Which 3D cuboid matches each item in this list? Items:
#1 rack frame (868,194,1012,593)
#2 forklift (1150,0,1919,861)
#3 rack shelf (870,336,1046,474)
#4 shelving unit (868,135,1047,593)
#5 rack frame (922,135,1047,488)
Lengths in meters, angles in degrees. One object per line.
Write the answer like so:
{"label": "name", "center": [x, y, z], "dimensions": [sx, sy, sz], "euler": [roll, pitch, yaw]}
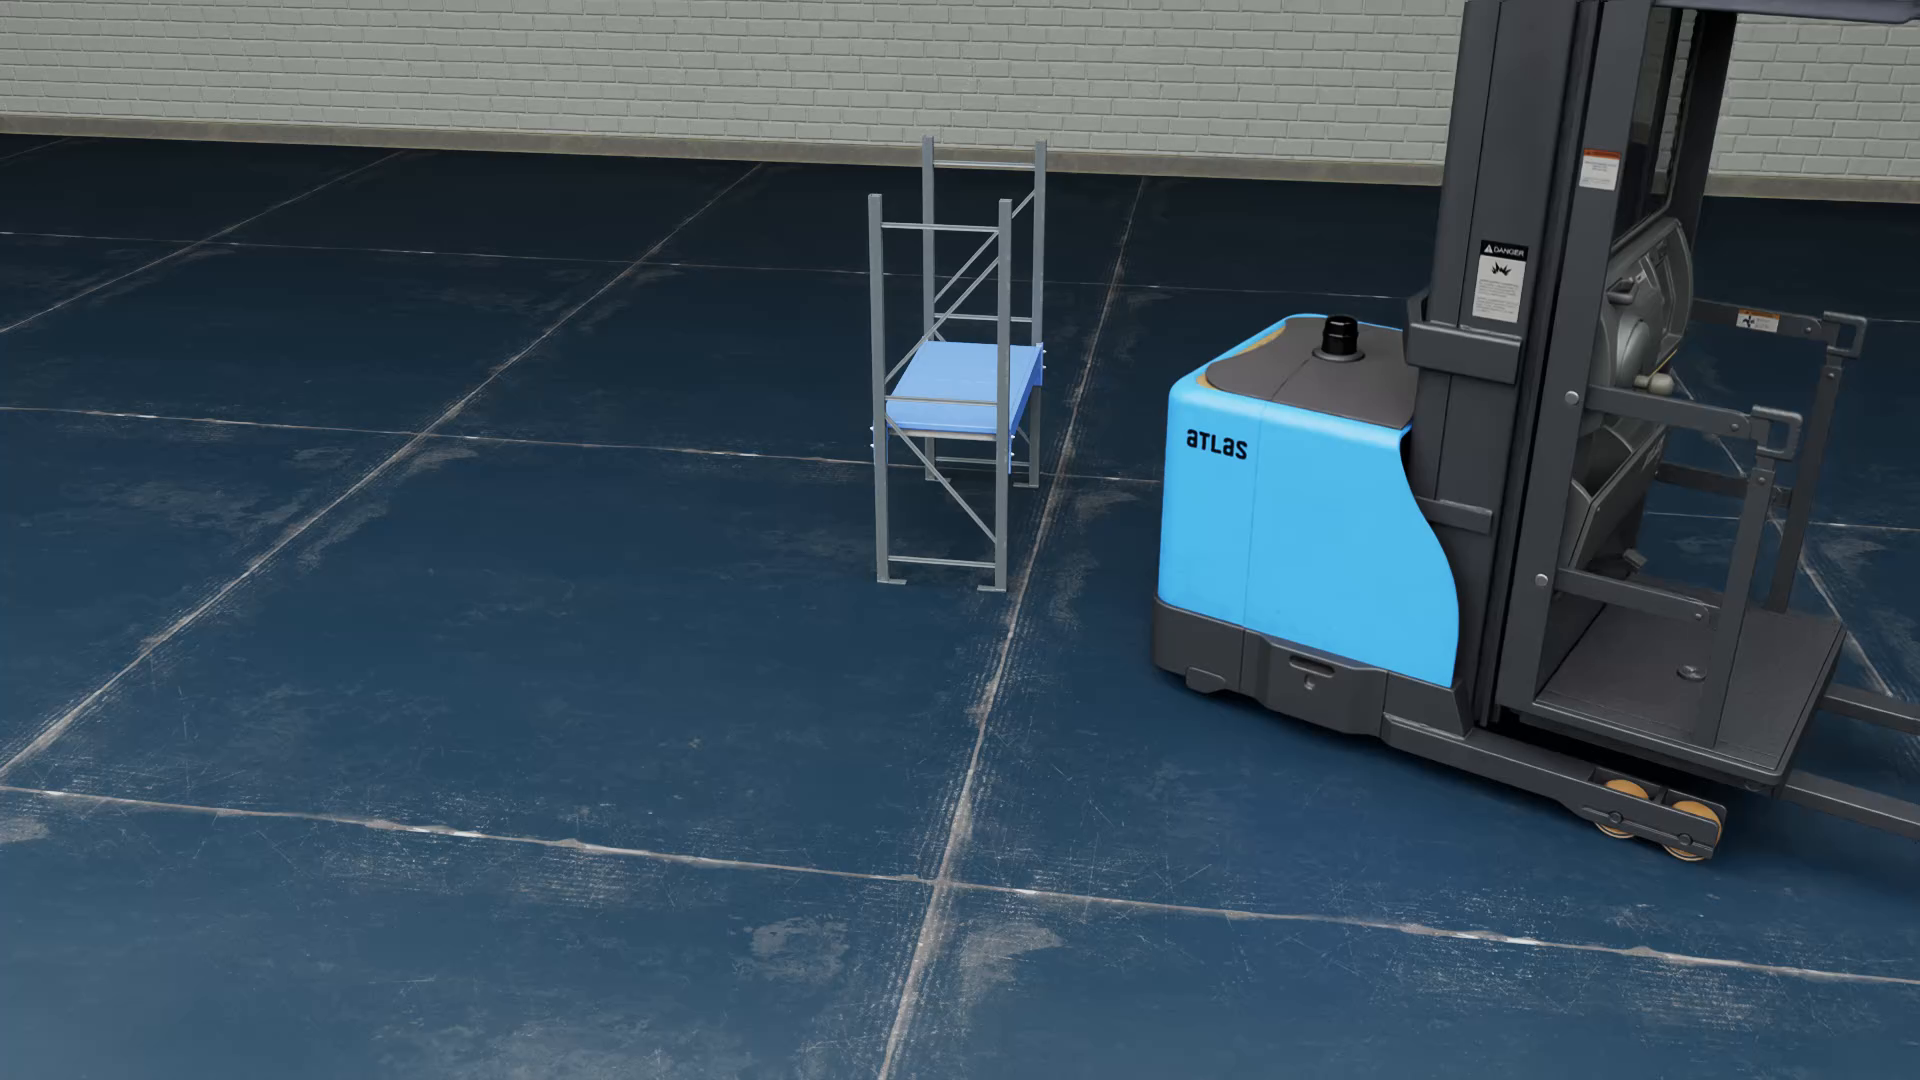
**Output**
{"label": "rack frame", "center": [-0.069, -0.502, 6.054], "dimensions": [0.500, 1.500, 0.032], "euler": [4, 25, 9]}
{"label": "forklift", "center": [2.153, -0.663, 4.708], "dimensions": [3.031, 2.935, 1.130], "euler": [16, 30, 31]}
{"label": "rack shelf", "center": [0.014, -0.552, 6.585], "dimensions": [0.538, 0.185, 1.000], "euler": [4, 25, 9]}
{"label": "shelving unit", "center": [0.014, -0.715, 6.508], "dimensions": [0.538, 1.500, 1.048], "euler": [4, 25, 9]}
{"label": "rack frame", "center": [0.097, -0.928, 6.962], "dimensions": [0.500, 1.500, 0.032], "euler": [4, 25, 9]}
